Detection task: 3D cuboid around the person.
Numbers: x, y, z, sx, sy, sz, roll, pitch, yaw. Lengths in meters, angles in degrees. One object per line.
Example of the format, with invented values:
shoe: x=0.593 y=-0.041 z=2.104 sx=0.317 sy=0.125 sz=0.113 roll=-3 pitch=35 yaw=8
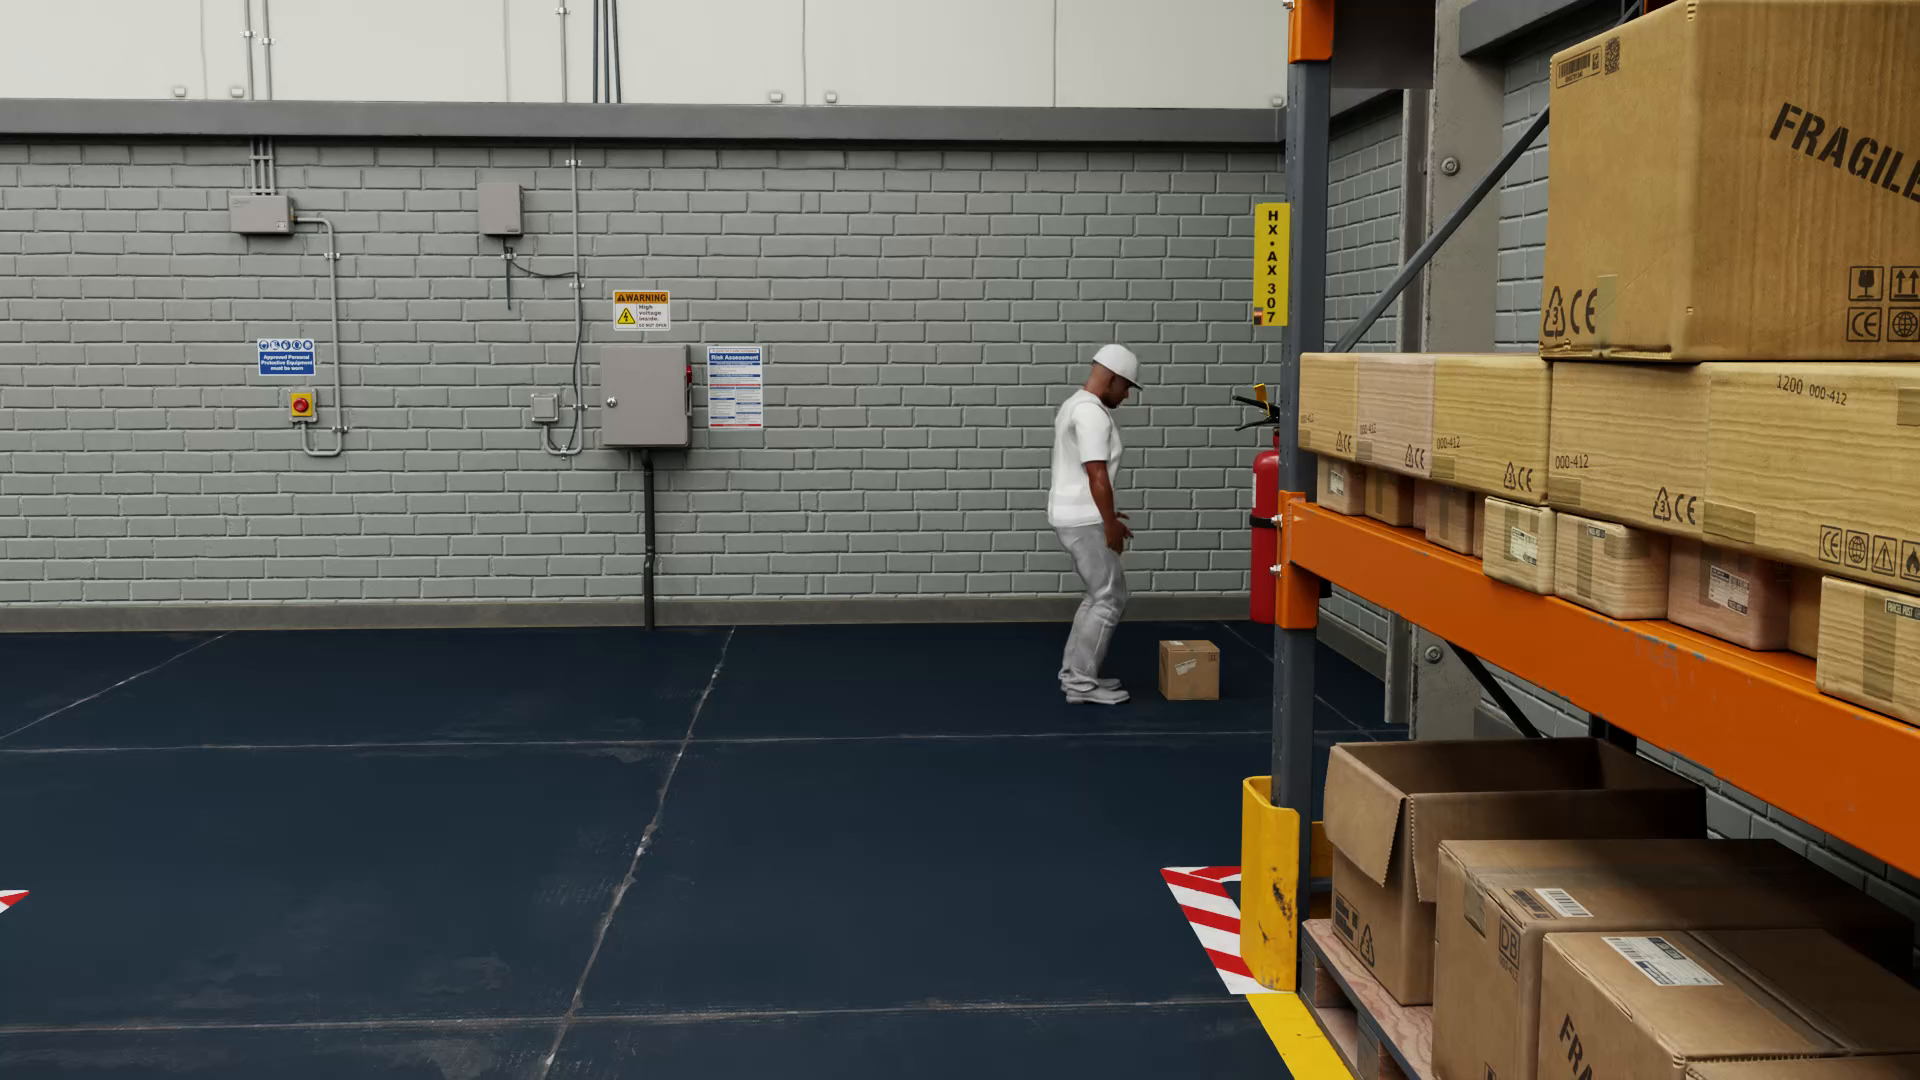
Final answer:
person: x=0.657 y=-0.086 z=8.082 sx=0.453 sy=1.718 sz=0.591 roll=0 pitch=7 yaw=-2
